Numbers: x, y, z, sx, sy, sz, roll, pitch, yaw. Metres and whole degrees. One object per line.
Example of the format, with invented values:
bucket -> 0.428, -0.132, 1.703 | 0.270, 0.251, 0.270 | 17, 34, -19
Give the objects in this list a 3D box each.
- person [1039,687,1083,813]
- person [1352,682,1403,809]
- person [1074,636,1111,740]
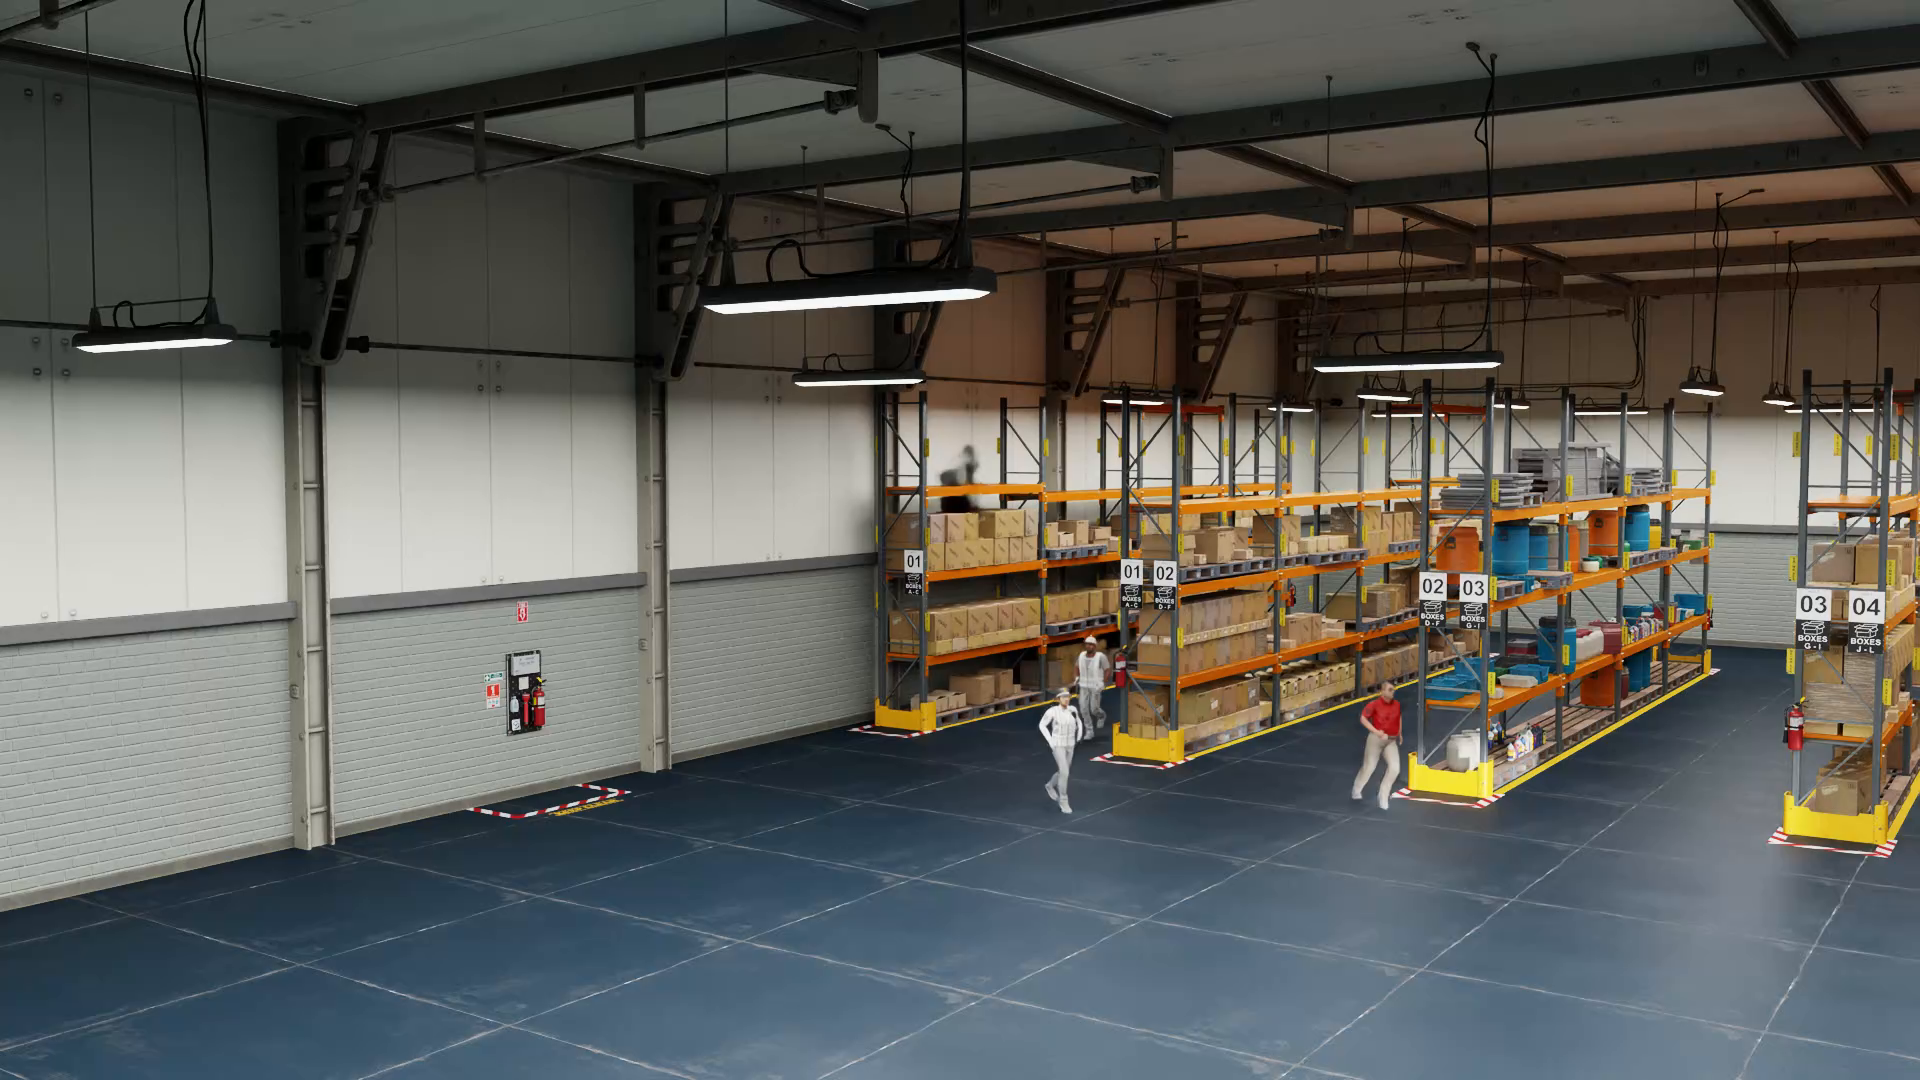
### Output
person -> 1.402, 2.885, 23.108 | 0.631, 1.747, 0.750 | -2, 4, -28
person -> 5.934, 2.876, 23.348 | 0.735, 1.760, 0.683 | -1, 3, -14
person -> 2.272, 2.517, 28.547 | 0.685, 1.742, 0.708 | 2, 4, 26
